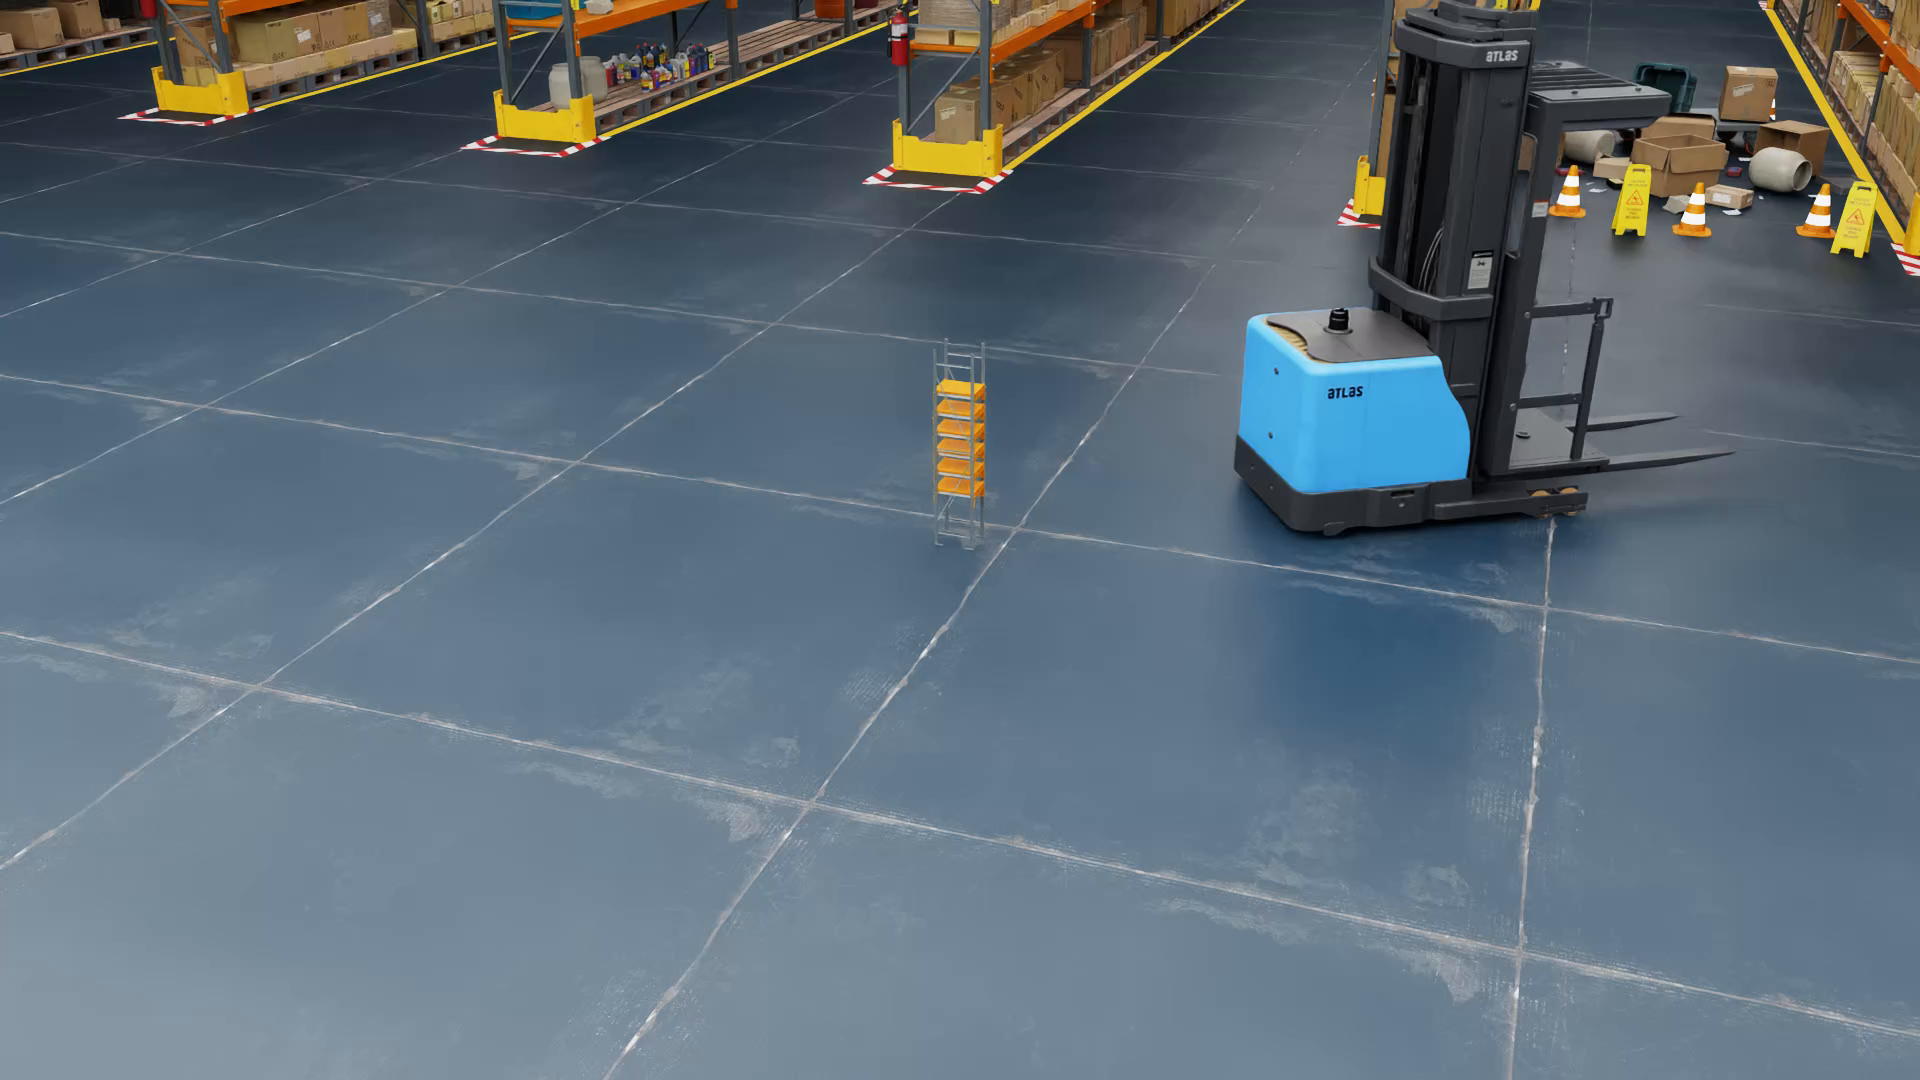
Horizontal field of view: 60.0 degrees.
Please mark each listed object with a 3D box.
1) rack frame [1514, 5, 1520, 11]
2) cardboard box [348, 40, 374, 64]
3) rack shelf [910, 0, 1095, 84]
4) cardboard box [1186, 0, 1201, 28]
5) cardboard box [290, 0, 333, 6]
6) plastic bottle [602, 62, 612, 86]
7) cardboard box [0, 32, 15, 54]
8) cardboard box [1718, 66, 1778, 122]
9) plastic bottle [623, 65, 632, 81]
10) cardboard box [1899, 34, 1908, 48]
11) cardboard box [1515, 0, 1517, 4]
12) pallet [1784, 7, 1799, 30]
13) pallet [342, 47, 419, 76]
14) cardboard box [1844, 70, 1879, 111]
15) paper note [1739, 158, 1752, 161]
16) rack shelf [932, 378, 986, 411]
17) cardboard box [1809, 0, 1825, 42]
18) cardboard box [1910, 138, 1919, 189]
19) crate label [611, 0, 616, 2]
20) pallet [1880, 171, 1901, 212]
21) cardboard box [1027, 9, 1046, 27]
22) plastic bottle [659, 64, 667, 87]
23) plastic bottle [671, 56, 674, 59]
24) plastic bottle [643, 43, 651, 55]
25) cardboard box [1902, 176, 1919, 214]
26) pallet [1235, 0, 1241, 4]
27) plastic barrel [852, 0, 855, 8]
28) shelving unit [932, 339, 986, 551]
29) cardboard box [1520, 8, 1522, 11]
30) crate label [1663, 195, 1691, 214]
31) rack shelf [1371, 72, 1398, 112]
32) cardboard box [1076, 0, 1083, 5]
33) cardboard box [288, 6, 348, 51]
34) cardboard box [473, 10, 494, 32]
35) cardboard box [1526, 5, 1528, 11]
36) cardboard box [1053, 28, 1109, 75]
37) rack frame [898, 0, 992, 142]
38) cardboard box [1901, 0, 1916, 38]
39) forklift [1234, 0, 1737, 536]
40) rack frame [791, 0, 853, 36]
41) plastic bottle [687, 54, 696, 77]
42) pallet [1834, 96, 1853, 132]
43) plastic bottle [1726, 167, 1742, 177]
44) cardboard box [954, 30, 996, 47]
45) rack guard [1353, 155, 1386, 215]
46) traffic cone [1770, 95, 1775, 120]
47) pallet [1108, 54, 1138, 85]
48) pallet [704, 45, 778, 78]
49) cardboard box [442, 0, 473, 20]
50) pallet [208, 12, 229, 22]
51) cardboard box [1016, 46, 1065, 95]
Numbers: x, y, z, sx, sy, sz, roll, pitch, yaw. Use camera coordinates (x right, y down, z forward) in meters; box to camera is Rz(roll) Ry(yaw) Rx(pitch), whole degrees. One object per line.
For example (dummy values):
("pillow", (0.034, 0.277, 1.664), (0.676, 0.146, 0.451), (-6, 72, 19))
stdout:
("rack frame", (7.146, -7.860, 22.542), (1.000, 3.000, 0.127), (9, 27, 17))
("cardboard box", (-8.446, -6.733, 22.887), (0.500, 0.250, 0.500), (9, 27, 17))
("rack shelf", (0.506, -5.831, 19.177), (1.077, 0.370, 4.000), (9, 27, 17))
("cardboard box", (3.056, -8.499, 25.818), (1.225, 0.875, 0.875), (9, 27, 18))
("cardboard box", (-8.951, -7.148, 22.884), (0.500, 0.500, 0.500), (9, 27, 17))
("plastic bottle", (-4.523, -5.942, 21.200), (0.152, 0.276, 0.135), (9, 27, 18))
("cardboard box", (-13.668, -6.982, 23.308), (0.500, 0.311, 0.500), (11, 28, 22))
("cardboard box", (8.828, -5.002, 18.637), (0.500, 0.500, 0.500), (9, 27, 17))
("plastic bottle", (-4.297, -6.034, 21.477), (0.097, 0.201, 0.097), (0, 26, 0))
("cardboard box", (10.074, -5.233, 17.403), (0.380, 0.149, 0.250), (10, 27, 19))
("cardboard box", (6.580, -6.851, 20.343), (0.500, 0.500, 0.500), (9, 27, 17))
("pallet", (13.910, -8.377, 26.809), (1.003, 0.211, 1.213), (9, 27, 17))
("pallet", (-8.473, -6.839, 23.634), (1.003, 0.211, 1.213), (9, 27, 17))
("cardboard box", (11.155, -5.344, 19.879), (0.950, 0.372, 0.625), (10, 27, 19))
("paper note", (8.731, -4.233, 18.458), (0.148, 0.019, 0.142), (9, 27, 17))
("rack shelf", (-0.005, -0.818, 9.339), (0.258, 0.103, 0.180), (9, 27, 17))
("cardboard box", (13.048, -7.794, 24.361), (0.875, 0.875, 0.875), (10, 27, 19))
("cardboard box", (9.206, -3.552, 15.457), (0.500, 0.500, 0.500), (9, 27, 18))
("crate label", (-4.473, -6.863, 20.442), (0.502, 0.435, 0.616), (9, 27, 17))
("pallet", (9.922, -3.501, 16.738), (1.003, 0.211, 1.213), (9, 27, 17))
("cardboard box", (0.751, -5.905, 18.792), (0.380, 0.149, 0.250), (9, 27, 17))
("plastic bottle", (-3.786, -5.903, 21.127), (0.097, 0.271, 0.097), (0, 26, 0))
("plastic bottle", (-3.718, -6.157, 21.637), (0.061, 0.283, 0.133), (9, 27, 17))
("plastic bottle", (-4.159, -6.430, 22.122), (0.144, 0.351, 0.185), (10, 27, 19))
("cardboard box", (9.209, -3.229, 15.650), (0.500, 0.250, 0.500), (9, 27, 17))
("pallet", (4.565, -9.814, 29.777), (1.003, 0.211, 1.213), (9, 27, 17))
("plastic barrel", (-1.918, -8.857, 26.974), (0.421, 0.512, 0.421), (0, 26, 0))
("shelving unit", (-0.005, -0.534, 9.476), (0.258, 1.200, 0.189), (9, 27, 17))
("cardboard box", (7.786, -7.385, 23.947), (0.500, 0.500, 0.500), (9, 27, 18))
("crate label", (7.155, -3.325, 16.460), (0.250, 0.136, 0.298), (-5, 26, -9))
("rack shelf", (5.149, -5.071, 17.606), (1.077, 0.370, 4.000), (9, 27, 17))
("cardboard box", (1.285, -6.632, 20.293), (0.380, 0.149, 0.250), (9, 27, 17))
("cardboard box", (-8.610, -6.865, 22.298), (0.500, 0.500, 0.500), (9, 27, 17))
("cardboard box", (-7.460, -7.920, 25.338), (0.500, 0.250, 0.500), (8, 27, 16))
("cardboard box", (8.901, -8.513, 26.679), (0.380, 0.149, 0.250), (8, 27, 15))
("cardboard box", (1.572, -6.493, 22.081), (0.700, 0.500, 0.500), (9, 27, 17))
("rack frame", (-0.160, -5.333, 17.323), (1.000, 3.000, 0.127), (9, 27, 17))
("cardboard box", (9.962, -5.369, 16.940), (0.500, 0.500, 0.500), (9, 27, 17))
("forklift", (3.303, -1.665, 9.824), (3.031, 2.935, 1.130), (-6, 26, -12))
("rack frame", (-2.168, -9.339, 25.597), (1.000, 3.000, 0.127), (9, 27, 17))
("plastic bottle", (-3.521, -6.212, 21.751), (0.061, 0.283, 0.133), (11, 28, 21))
("pallet", (11.179, -5.108, 20.058), (1.003, 0.211, 1.213), (9, 27, 17))
("plastic bottle", (8.319, -3.959, 17.857), (0.133, 0.061, 0.283), (14, 29, 26))
("cardboard box", (0.160, -5.303, 17.548), (0.380, 0.149, 0.250), (9, 27, 17))
("rack guard", (4.476, -3.438, 16.276), (1.175, 0.500, 0.348), (9, 27, 17))
("traffic cone", (9.609, -5.111, 19.775), (0.336, 0.463, 0.334), (9, 27, 17))
("pallet", (1.833, -6.545, 23.026), (1.003, 0.211, 1.213), (9, 27, 17))
("pallet", (-3.275, -6.769, 23.487), (1.003, 0.211, 1.213), (9, 27, 17))
("cardboard box", (-7.625, -7.958, 24.773), (0.500, 0.311, 0.500), (8, 27, 17))
("pallet", (-12.180, -8.700, 27.477), (1.003, 0.211, 1.213), (9, 27, 17))
("cardboard box", (1.001, -5.882, 20.844), (0.500, 0.500, 0.500), (8, 27, 16))
